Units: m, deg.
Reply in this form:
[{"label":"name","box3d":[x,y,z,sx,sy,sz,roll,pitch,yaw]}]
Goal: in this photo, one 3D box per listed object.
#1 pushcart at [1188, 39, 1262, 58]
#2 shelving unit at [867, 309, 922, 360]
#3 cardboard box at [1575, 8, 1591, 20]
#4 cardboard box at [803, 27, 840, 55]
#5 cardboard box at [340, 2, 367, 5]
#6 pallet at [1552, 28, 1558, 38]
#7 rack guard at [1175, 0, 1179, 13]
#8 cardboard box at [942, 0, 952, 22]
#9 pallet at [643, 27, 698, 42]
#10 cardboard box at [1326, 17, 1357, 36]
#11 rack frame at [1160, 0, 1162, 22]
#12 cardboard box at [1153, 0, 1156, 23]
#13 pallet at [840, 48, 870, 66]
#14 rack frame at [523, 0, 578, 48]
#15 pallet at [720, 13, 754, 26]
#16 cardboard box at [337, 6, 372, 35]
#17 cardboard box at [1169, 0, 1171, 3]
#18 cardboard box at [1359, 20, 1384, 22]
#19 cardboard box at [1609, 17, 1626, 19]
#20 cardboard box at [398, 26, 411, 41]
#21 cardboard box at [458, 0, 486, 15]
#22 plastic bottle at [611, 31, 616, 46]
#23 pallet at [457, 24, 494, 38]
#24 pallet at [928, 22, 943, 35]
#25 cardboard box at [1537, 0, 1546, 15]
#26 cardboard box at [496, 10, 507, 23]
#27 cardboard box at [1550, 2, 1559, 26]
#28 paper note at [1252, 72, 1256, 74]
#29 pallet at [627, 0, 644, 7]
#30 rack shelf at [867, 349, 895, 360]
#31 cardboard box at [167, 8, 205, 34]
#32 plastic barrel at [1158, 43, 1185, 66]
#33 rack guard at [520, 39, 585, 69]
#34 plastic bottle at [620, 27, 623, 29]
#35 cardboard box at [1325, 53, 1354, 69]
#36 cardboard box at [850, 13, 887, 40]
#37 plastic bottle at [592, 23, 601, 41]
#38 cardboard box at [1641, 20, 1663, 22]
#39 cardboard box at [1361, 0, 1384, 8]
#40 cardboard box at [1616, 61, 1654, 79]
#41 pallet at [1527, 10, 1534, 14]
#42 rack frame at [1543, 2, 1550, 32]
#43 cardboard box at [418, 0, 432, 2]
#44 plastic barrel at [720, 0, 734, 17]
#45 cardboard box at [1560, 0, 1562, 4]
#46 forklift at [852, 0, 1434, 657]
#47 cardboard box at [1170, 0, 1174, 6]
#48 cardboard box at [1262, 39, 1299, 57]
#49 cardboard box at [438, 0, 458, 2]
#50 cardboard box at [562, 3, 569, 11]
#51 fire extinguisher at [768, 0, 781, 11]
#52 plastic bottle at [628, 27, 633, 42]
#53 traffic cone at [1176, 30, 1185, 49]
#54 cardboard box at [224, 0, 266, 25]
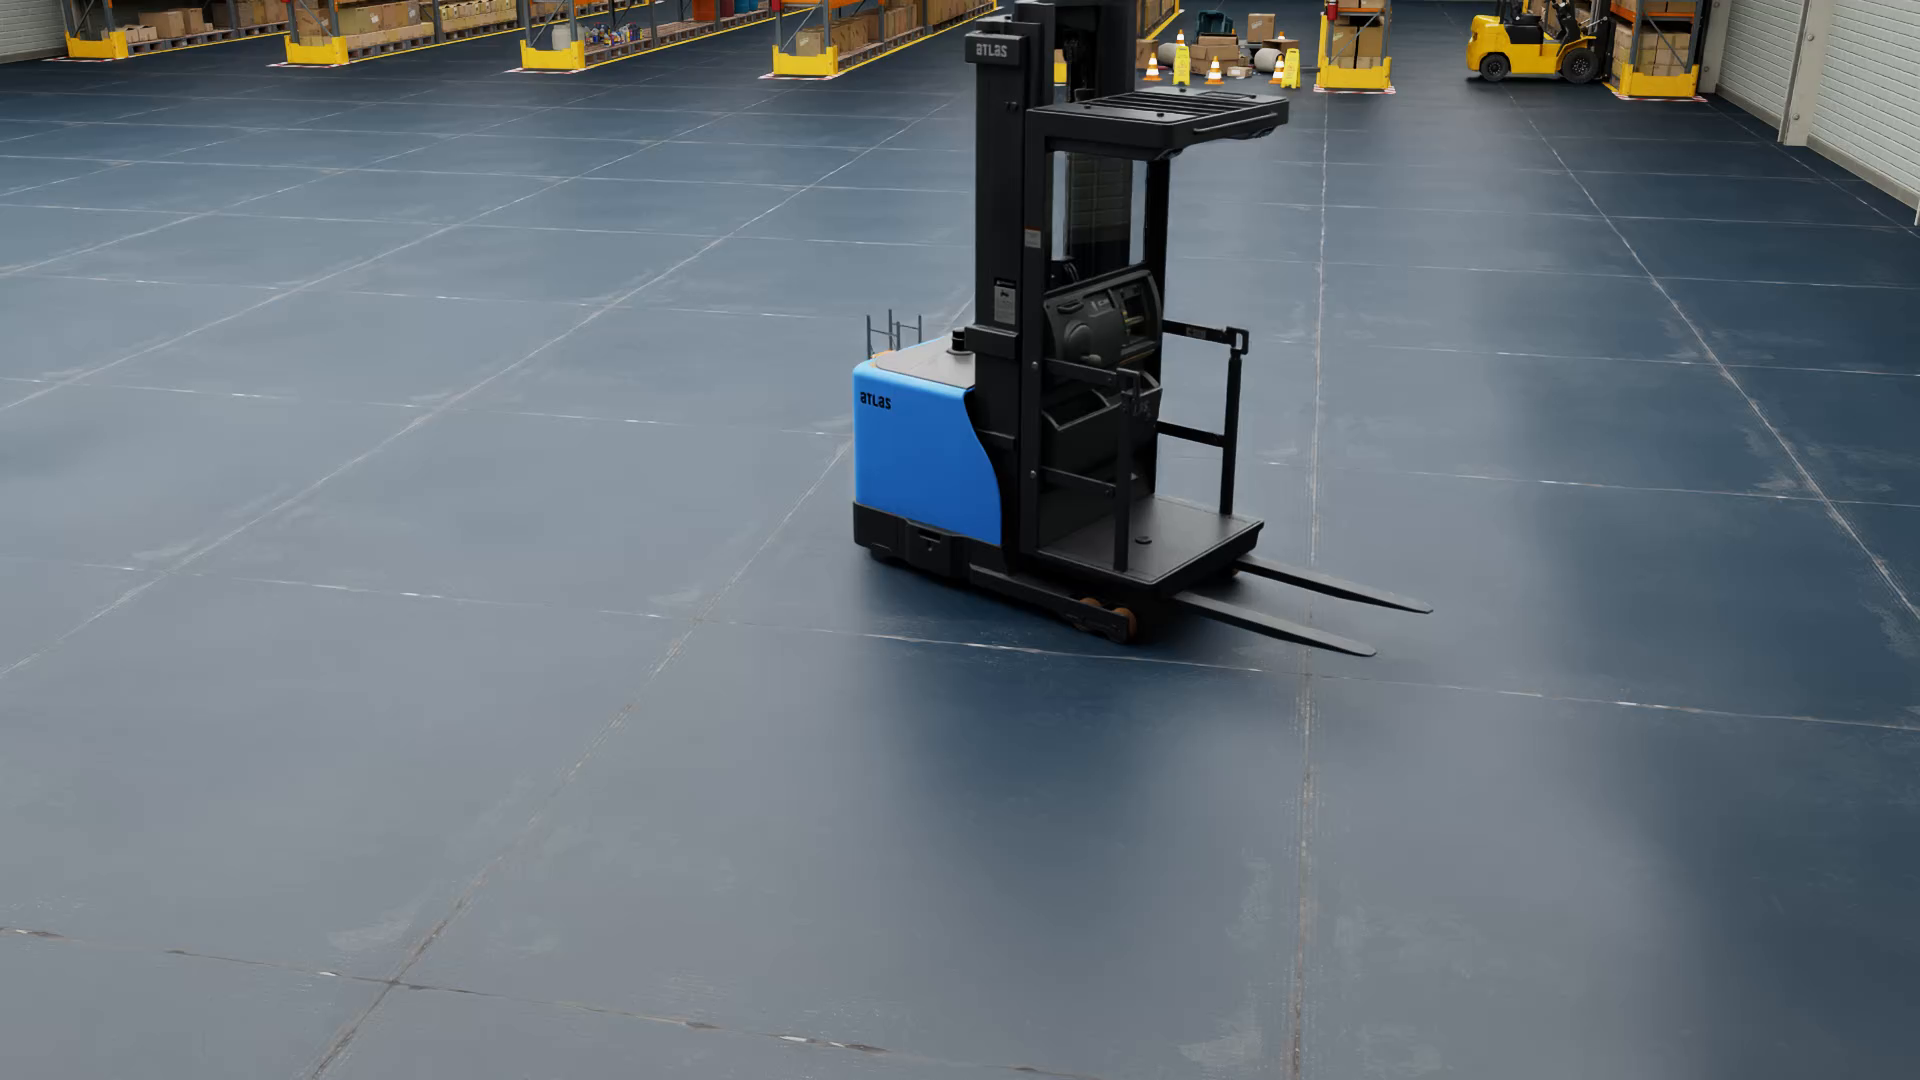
[{"label":"pushcart","box3d":[5.403,-9.649,32.808,1.648,0.377,0.936,-3,22,-8]},{"label":"shelving unit","box3d":[-0.366,-0.694,9.470,0.258,1.200,0.189,17,27,36]},{"label":"cardboard box","box3d":[13.181,-10.662,34.429,0.875,0.625,0.625,5,23,13]},{"label":"cardboard box","box3d":[-2.640,-9.486,31.677,0.500,0.500,0.500,11,24,25]},{"label":"cardboard box","box3d":[-12.458,-10.795,34.257,0.500,0.500,0.500,4,22,11]},{"label":"pallet","box3d":[13.762,-11.218,36.924,1.003,0.211,1.213,4,22,11]},{"label":"rack guard","box3d":[5.212,-14.252,44.072,1.175,0.500,0.348,4,22,11]},{"label":"cardboard box","box3d":[-0.889,-12.714,39.189,1.225,0.875,0.875,5,22,11]},{"label":"pallet","box3d":[-6.536,-11.287,37.098,1.003,0.211,1.213,4,22,11]},{"label":"cardboard box","box3d":[7.055,-9.396,30.783,0.500,0.500,0.500,6,23,14]},{"label":"rack frame","box3d":[4.411,-13.976,40.042,1.000,3.000,0.127,4,22,11]},{"label":"cardboard box","box3d":[4.293,-12.347,38.780,0.500,0.500,0.500,4,22,10]},{"label":"pallet","box3d":[-2.405,-9.476,32.601,1.003,0.211,1.213,4,22,11]},{"label":"rack frame","box3d":[-7.721,-10.380,31.113,1.000,3.000,0.127,4,22,11]},{"label":"pallet","box3d":[-5.717,-12.749,40.727,1.003,0.211,1.213,4,22,11]},{"label":"cardboard box","box3d":[-12.142,-10.389,33.248,0.500,0.500,0.500,4,22,11]},{"label":"cardboard box","box3d":[5.202,-13.854,42.594,0.380,0.149,0.250,5,22,12]},{"label":"cardboard box","box3d":[7.482,-9.172,30.226,0.500,0.500,0.500,5,22,12]},{"label":"cardboard box","box3d":[12.099,-9.563,30.864,0.500,0.250,0.500,4,22,10]},{"label":"cardboard box","box3d":[-11.833,-10.589,34.750,0.500,0.250,0.500,4,22,11]},{"label":"cardboard box","box3d":[-11.113,-12.096,37.741,0.500,0.311,0.500,5,22,12]},{"label":"plastic bottle","box3d":[-6.976,-10.084,33.439,0.097,0.271,0.097,0,22,0]},{"label":"pallet","box3d":[-11.394,-11.649,37.995,1.003,0.211,1.213,4,22,11]},{"label":"pallet","box3d":[-1.005,-11.918,38.662,1.003,0.211,1.213,4,22,11]},{"label":"cardboard box","box3d":[14.312,-12.851,40.032,0.700,0.500,0.500,4,22,9]},{"label":"cardboard box","box3d":[-10.907,-12.205,38.761,0.500,0.250,0.500,4,22,10]},{"label":"cardboard box","box3d":[13.720,-11.939,37.767,0.500,0.500,0.500,4,22,10]},{"label":"paper note","box3d":[5.394,-8.662,30.834,0.148,0.019,0.142,13,25,29]},{"label":"pallet","box3d":[-9.482,-14.998,46.311,1.003,0.211,1.213,4,22,11]},{"label":"rack shelf","box3d":[-0.366,-0.987,9.353,0.258,0.103,0.180,17,27,36]},{"label":"cardboard box","box3d":[-16.776,-11.260,36.055,0.500,0.500,0.500,3,22,7]},{"label":"plastic barrel","box3d":[4.049,-9.324,31.938,0.421,0.421,0.512,-16,27,-35]},{"label":"rack guard","box3d":[-7.752,-9.252,31.658,1.175,0.500,0.348,4,22,11]},{"label":"plastic bottle","box3d":[-6.943,-10.458,34.363,0.152,0.276,0.135,4,22,11]},{"label":"cardboard box","box3d":[6.736,-8.492,29.541,0.500,0.250,0.500,4,22,11]},{"label":"cardboard box","box3d":[-1.910,-10.733,34.746,0.700,0.500,0.500,3,22,7]},{"label":"plastic bottle","box3d":[-7.514,-10.486,34.332,0.144,0.351,0.185,4,22,9]},{"label":"cardboard box","box3d":[12.506,-9.335,30.298,0.500,0.250,0.500,4,22,10]},{"label":"cardboard box","box3d":[7.101,-9.239,28.616,0.380,0.149,0.250,5,22,11]},{"label":"cardboard box","box3d":[11.476,-7.986,28.285,0.500,0.250,0.500,5,22,11]},{"label":"pallet","box3d":[14.777,-13.109,41.620,1.003,0.211,1.213,4,22,11]},{"label":"rack frame","box3d":[14.138,-13.259,38.260,1.000,3.000,0.127,4,22,11]},{"label":"cardboard box","box3d":[-14.718,-14.825,44.933,0.700,0.500,0.500,5,22,12]},{"label":"plastic barrel","box3d":[-5.775,-12.976,40.222,0.600,0.588,0.708,4,22,11]},{"label":"cardboard box","box3d":[13.599,-12.002,37.055,0.380,0.149,0.250,5,23,13]},{"label":"forklift","box3d":[0.878,-1.084,8.121,3.031,2.935,1.130,17,27,36]},{"label":"cardboard box","box3d":[5.371,-14.002,43.358,0.380,0.149,0.250,5,23,13]},{"label":"cardboard box","box3d":[6.095,-9.264,31.683,0.500,0.500,0.500,-16,27,-35]},{"label":"cardboard box","box3d":[-11.641,-12.128,37.820,0.500,0.311,0.500,4,22,10]},{"label":"cardboard box","box3d":[-10.153,-13.627,41.930,0.500,0.500,0.500,5,22,12]},{"label":"fire extinguisher","box3d":[-3.347,-9.960,30.173,0.296,0.674,0.183,4,22,11]},{"label":"plastic bottle","box3d":[-6.786,-10.397,34.201,0.061,0.283,0.133,6,23,14]},{"label":"traffic cone","box3d":[4.531,-10.249,34.183,0.336,0.463,0.334,4,22,11]},{"label":"cardboard box","box3d":[-16.413,-12.106,38.155,0.700,0.500,0.500,4,22,10]}]
